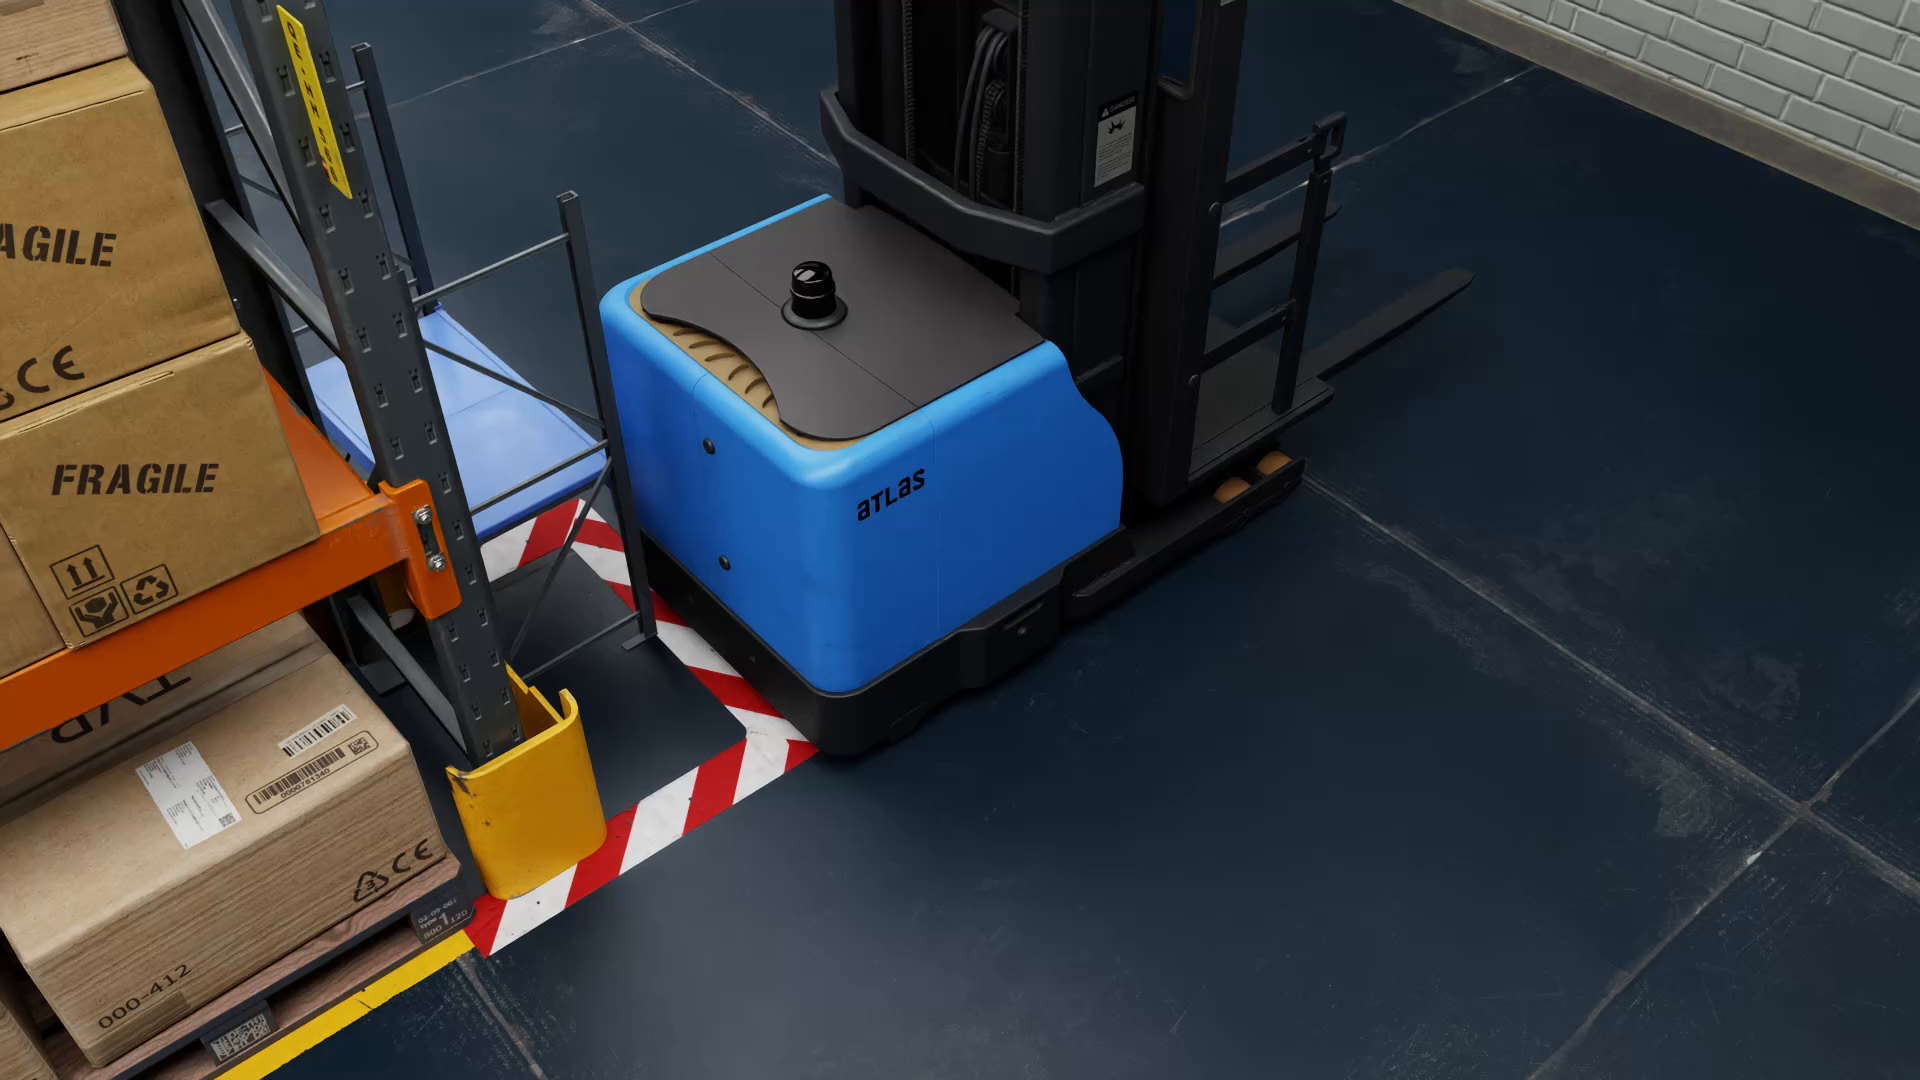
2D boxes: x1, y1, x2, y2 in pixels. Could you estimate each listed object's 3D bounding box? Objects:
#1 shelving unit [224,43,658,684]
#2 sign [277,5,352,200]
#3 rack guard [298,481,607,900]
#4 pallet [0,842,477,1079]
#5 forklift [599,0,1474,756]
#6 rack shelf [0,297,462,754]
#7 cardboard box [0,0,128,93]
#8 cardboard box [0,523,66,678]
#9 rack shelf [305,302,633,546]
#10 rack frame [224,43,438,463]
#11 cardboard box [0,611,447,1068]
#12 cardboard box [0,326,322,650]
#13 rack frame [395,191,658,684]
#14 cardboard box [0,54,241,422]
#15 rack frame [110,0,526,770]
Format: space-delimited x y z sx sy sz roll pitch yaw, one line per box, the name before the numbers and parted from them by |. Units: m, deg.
shelving unit | -1.436 -0.417 4.598 0.538 1.500 1.048 -32 52 -29
sign | -1.097 -0.740 2.828 0.005 0.325 0.100 -30 51 -28
rack guard | -1.416 0.378 4.482 0.348 0.500 1.175 -30 51 -28
pallet | -1.998 0.886 4.152 1.213 0.211 1.003 -30 51 -28
forklift | 0.473 -1.348 4.544 3.031 2.935 1.130 -31 51 -28
rack shelf | -2.969 0.618 2.926 4.000 0.370 1.077 -30 51 -28
cardboard box | -1.582 -0.897 2.737 0.250 0.149 0.380 -29 50 -27
cardboard box | -2.030 0.004 2.981 0.500 0.500 0.500 -31 51 -29
rack shelf | -1.436 -0.286 4.721 0.538 0.185 1.000 -32 52 -29
rack frame | -1.779 -0.674 4.872 0.500 1.500 0.032 -32 52 -29
cardboard box | -1.877 0.601 3.984 0.875 0.438 0.875 -32 52 -29
cardboard box | -1.635 -0.208 3.208 0.500 0.500 0.500 -30 51 -28
rack frame | -1.094 -0.160 4.324 0.500 1.500 0.032 -32 52 -29
cardboard box | -1.652 -0.587 2.880 0.500 0.500 0.500 -28 50 -27
rack frame | -1.435 -0.523 3.615 0.127 3.000 1.000 -30 51 -28
